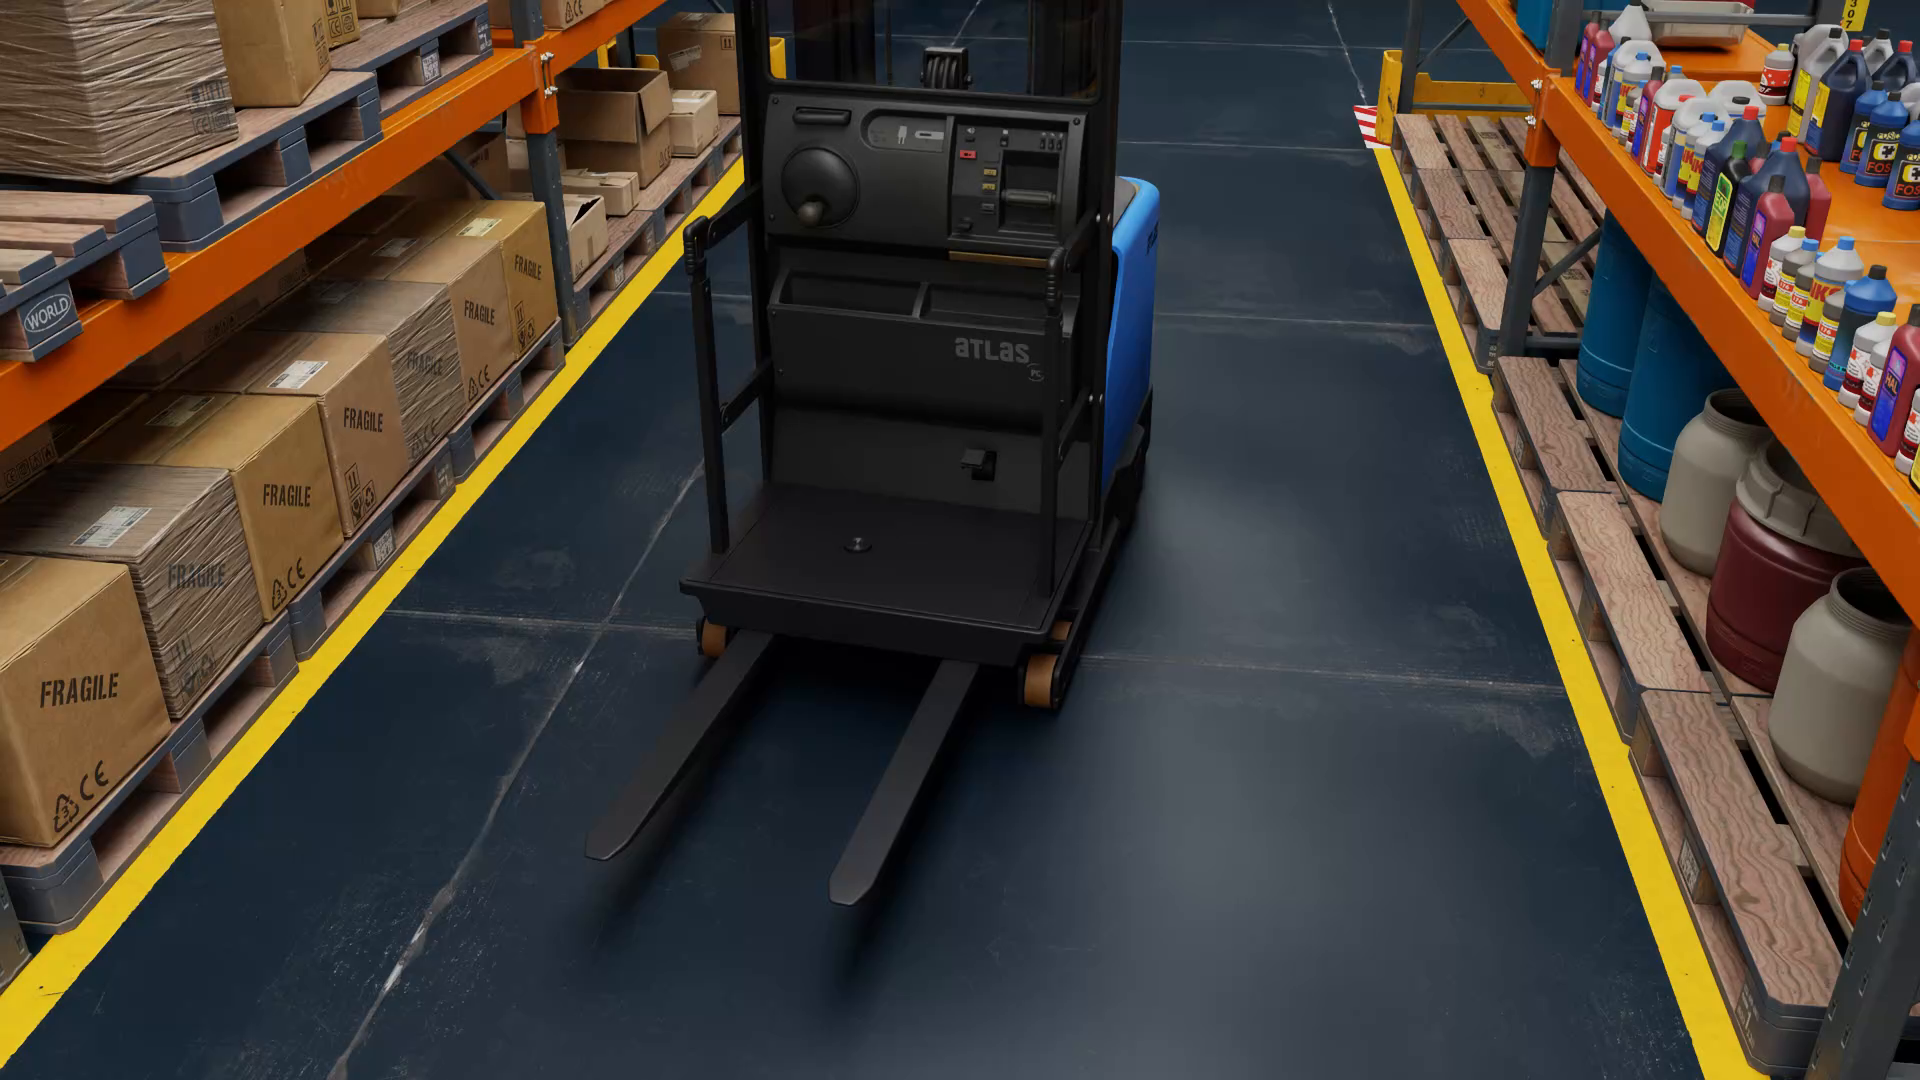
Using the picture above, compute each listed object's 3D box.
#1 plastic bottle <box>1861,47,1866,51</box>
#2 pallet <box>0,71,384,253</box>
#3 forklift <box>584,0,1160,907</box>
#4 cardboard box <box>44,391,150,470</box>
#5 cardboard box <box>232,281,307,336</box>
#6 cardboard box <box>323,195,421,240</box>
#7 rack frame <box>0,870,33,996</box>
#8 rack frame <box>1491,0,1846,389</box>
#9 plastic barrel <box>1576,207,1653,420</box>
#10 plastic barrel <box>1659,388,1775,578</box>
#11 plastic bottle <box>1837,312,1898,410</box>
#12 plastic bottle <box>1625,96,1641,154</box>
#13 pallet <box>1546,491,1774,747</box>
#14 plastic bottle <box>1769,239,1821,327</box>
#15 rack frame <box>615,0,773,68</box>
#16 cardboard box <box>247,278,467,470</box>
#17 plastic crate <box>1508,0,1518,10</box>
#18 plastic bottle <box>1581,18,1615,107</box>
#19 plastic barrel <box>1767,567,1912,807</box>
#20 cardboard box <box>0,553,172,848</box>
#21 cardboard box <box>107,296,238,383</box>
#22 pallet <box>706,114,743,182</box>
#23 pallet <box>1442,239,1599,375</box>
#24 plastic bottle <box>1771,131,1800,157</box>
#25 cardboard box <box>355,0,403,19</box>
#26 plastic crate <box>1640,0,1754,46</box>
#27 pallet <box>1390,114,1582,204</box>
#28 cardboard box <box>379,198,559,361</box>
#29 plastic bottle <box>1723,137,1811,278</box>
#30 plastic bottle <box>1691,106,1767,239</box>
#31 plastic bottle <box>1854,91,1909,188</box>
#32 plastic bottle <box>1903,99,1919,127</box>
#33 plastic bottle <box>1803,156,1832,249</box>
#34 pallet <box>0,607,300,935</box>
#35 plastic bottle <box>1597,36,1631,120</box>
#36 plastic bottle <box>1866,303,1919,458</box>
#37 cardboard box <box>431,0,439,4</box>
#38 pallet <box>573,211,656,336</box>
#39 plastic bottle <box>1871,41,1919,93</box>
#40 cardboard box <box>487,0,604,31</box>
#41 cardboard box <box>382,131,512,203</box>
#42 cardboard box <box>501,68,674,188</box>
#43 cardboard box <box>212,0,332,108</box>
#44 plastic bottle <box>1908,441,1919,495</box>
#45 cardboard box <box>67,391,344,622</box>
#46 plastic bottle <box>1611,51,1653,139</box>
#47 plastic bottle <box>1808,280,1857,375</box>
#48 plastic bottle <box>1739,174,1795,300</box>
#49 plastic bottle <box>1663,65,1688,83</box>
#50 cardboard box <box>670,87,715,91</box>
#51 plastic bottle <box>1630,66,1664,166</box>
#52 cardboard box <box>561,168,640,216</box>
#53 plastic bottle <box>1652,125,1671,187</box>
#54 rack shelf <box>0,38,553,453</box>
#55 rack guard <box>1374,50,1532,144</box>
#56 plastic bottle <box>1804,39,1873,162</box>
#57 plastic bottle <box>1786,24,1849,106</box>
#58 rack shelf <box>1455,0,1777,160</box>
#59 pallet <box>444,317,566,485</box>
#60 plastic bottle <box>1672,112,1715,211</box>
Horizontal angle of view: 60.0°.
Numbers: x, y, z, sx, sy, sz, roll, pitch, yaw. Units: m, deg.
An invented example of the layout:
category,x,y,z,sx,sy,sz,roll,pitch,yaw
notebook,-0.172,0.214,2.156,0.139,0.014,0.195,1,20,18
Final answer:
category,x,y,z,sx,sy,sz,roll,pitch,yaw
plastic bottle,2.945,-1.496,5.496,0.152,0.276,0.135,3,28,6
pallet,-2.454,-1.165,4.952,1.003,0.211,1.213,3,28,6
forklift,-0.164,-1.004,4.523,1.130,2.935,3.031,7,29,13
cardboard box,-2.743,-0.125,4.990,0.500,0.500,0.500,2,28,4
cardboard box,-2.622,-0.610,5.891,0.500,0.500,0.500,4,29,7
cardboard box,-2.499,-1.096,6.794,0.500,0.500,0.500,2,28,4
rack frame,-2.688,-0.334,3.207,1.000,3.000,0.127,3,28,6
rack frame,2.718,-1.927,6.165,1.000,3.000,0.127,3,28,6
plastic barrel,2.634,-0.933,6.089,0.600,0.901,0.708,3,28,6
plastic barrel,2.389,-0.168,5.079,0.421,0.512,0.421,0,28,0
plastic bottle,1.926,-0.380,3.502,0.097,0.201,0.097,0,28,0
plastic bottle,2.173,-1.327,5.260,0.097,0.201,0.097,0,28,0
pallet,2.435,0.237,5.087,1.003,0.211,1.213,3,28,6
plastic bottle,1.986,-0.609,3.927,0.097,0.201,0.097,0,28,0
rack frame,-1.708,-4.100,10.197,1.000,3.000,0.127,3,28,6
cardboard box,-2.105,-0.593,5.859,0.500,0.500,0.500,4,29,7
plastic crate,2.588,-2.375,7.223,0.437,0.125,0.590,3,28,6
plastic bottle,2.233,-1.665,5.801,0.061,0.283,0.133,3,28,6
plastic barrel,2.251,0.364,4.092,0.421,0.512,0.421,0,28,0
cardboard box,-2.349,0.375,4.063,0.500,0.500,0.500,5,29,8
cardboard box,-2.682,-0.720,5.304,0.500,0.250,0.500,3,28,5
pallet,-1.814,-2.461,10.095,1.003,0.211,1.213,3,28,6
pallet,2.769,-1.048,7.473,1.003,0.211,1.213,3,28,6
plastic bottle,2.219,-0.977,4.536,0.097,0.271,0.097,0,28,0
cardboard box,-2.478,-2.236,6.189,0.700,0.500,0.500,-6,29,-11
plastic crate,2.917,-2.048,6.604,0.396,0.136,0.243,3,28,6
pallet,3.068,-2.196,9.604,1.003,0.211,1.213,3,28,6
cardboard box,-1.974,-1.061,6.729,0.500,0.500,0.500,3,28,6
plastic bottle,2.055,-0.848,4.214,0.144,0.351,0.185,3,28,6
plastic bottle,2.094,-0.998,4.492,0.144,0.351,0.185,3,28,6
plastic bottle,2.741,-1.192,4.936,0.097,0.271,0.097,0,28,0
plastic bottle,2.867,-1.196,4.937,0.152,0.276,0.135,3,28,6
plastic bottle,2.159,-0.825,4.241,0.061,0.283,0.133,3,28,6
pallet,-2.559,0.544,4.517,1.003,0.211,1.213,3,28,6
plastic bottle,2.225,-1.559,5.616,0.097,0.271,0.097,0,28,0
plastic bottle,1.882,-0.317,3.298,0.061,0.283,0.133,3,28,6
cardboard box,-2.391,-2.511,7.143,0.500,0.500,0.500,4,29,7
pallet,-2.113,-1.312,7.963,1.003,0.211,1.213,3,28,6
plastic bottle,2.907,-1.367,5.176,0.144,0.351,0.185,3,28,6
cardboard box,-1.865,-2.485,7.094,0.500,0.500,0.500,4,29,8
cardboard box,-2.410,-1.595,7.719,0.500,0.500,0.500,3,28,6
cardboard box,-1.973,-2.196,8.832,0.797,0.503,0.637,3,28,6
cardboard box,-2.353,-1.610,5.028,0.700,0.500,0.500,-4,29,-7
plastic bottle,1.854,-0.208,3.097,0.061,0.283,0.133,3,28,6
cardboard box,-2.224,-0.107,4.958,0.500,0.500,0.500,3,28,6
plastic bottle,2.197,-1.450,5.414,0.097,0.271,0.097,0,28,0
plastic bottle,1.950,-0.471,3.672,0.097,0.201,0.097,0,28,0
plastic bottle,1.994,-0.746,4.095,0.061,0.283,0.133,3,28,6
plastic bottle,2.364,-1.473,5.531,0.097,0.201,0.097,0,28,0
cardboard box,-1.669,-2.590,9.919,0.380,0.166,0.250,3,28,6
plastic bottle,2.141,-1.310,5.142,0.061,0.283,0.133,3,28,6
cardboard box,-1.836,-1.756,8.370,0.380,0.166,0.250,3,28,6
plastic bottle,2.128,-1.155,4.941,0.097,0.201,0.097,0,28,0
rack shelf,-2.443,-0.959,5.125,1.077,0.370,4.000,3,28,6
rack guard,3.198,-2.722,10.275,1.175,0.500,0.348,3,28,6
plastic bottle,2.764,-1.375,5.192,0.144,0.351,0.185,3,28,6
plastic bottle,2.990,-1.668,5.815,0.152,0.276,0.135,3,28,6
rack shelf,2.963,-2.552,8.083,1.077,0.370,4.000,3,28,6
pallet,-2.260,-0.604,6.649,1.003,0.211,1.213,3,28,6
plastic bottle,2.100,-1.077,4.722,0.097,0.271,0.097,0,28,0
